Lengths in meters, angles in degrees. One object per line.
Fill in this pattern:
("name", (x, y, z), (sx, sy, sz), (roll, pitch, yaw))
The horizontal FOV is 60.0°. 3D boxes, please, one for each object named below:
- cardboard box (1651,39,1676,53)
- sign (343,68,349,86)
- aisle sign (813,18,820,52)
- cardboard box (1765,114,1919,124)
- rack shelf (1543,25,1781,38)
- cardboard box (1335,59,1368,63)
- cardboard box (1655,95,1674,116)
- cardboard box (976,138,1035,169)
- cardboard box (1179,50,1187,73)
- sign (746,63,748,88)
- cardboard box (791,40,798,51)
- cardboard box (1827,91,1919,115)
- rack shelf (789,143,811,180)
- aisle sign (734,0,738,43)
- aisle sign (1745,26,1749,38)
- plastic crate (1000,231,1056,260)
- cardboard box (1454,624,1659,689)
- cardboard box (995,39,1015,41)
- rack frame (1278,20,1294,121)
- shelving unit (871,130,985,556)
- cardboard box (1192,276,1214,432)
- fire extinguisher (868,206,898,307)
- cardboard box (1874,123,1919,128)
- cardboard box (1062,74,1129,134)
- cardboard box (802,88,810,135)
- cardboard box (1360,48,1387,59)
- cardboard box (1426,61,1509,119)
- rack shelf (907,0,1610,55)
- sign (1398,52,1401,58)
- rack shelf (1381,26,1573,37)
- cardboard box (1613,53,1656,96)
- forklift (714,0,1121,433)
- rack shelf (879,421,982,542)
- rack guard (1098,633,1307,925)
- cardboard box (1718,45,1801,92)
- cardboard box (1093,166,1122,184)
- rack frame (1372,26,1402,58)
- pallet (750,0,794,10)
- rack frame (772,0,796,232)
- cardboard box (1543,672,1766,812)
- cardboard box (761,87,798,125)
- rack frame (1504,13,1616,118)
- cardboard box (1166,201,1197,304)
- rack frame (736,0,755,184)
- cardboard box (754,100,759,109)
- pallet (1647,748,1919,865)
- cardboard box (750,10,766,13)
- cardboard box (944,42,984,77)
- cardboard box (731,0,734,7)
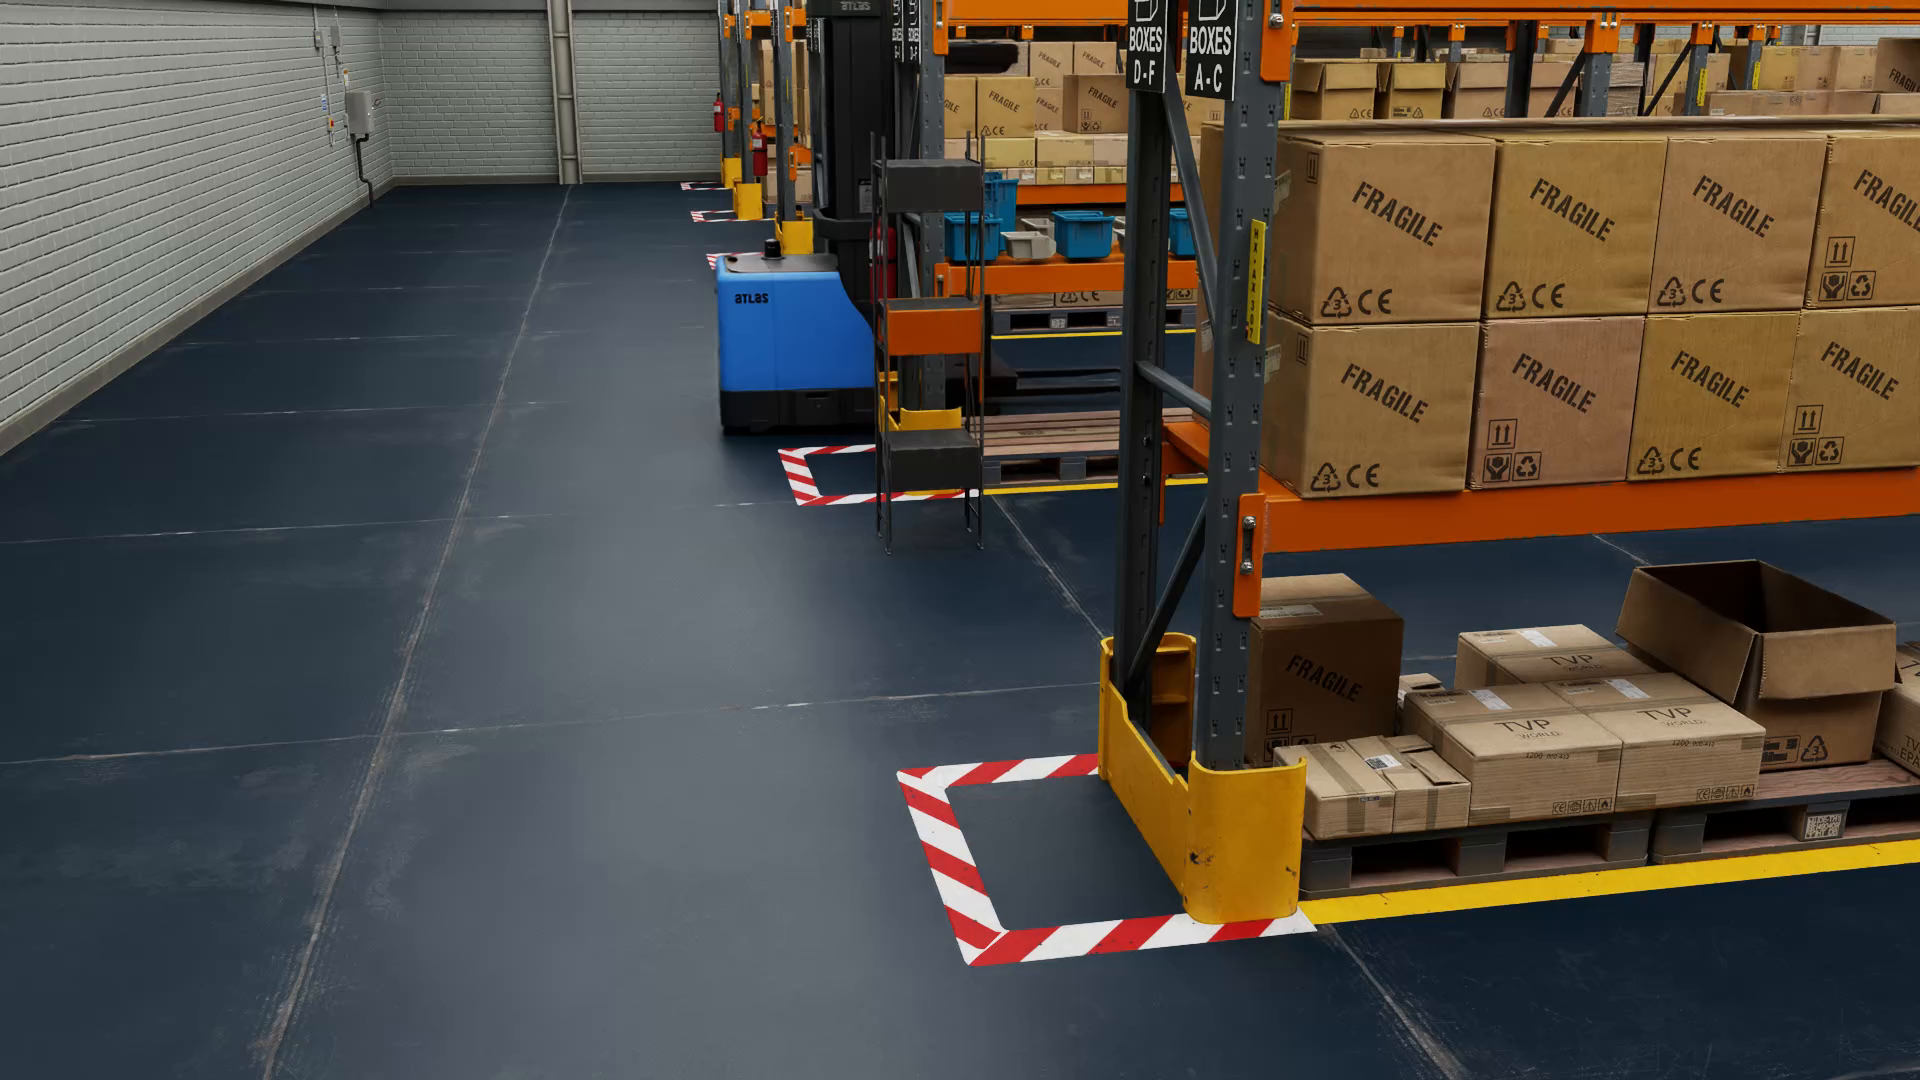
("cardboard box", (10.694, -7.550, 25.904), (0.500, 0.500, 0.700), (-3, 17, -11))
("sign", (-9.040, -6.814, 24.482), (0.001, 0.242, 0.339), (-3, 17, -10))
("aisle sign", (-1.194, -4.450, 13.762), (0.004, 0.787, 0.394), (-3, 17, -10))
("cardboard box", (3.096, -1.187, 5.696), (0.500, 0.500, 0.500), (-4, 17, -12))
("rack shelf", (10.686, -8.024, 25.944), (4.000, 0.370, 1.077), (-3, 17, -10))
("cardboard box", (5.791, -6.980, 25.036), (0.500, 0.500, 0.500), (-2, 17, -8))
("cardboard box", (8.803, -5.315, 20.836), (0.500, 0.500, 0.500), (-3, 17, -11))
("cardboard box", (0.346, -3.375, 14.439), (0.500, 0.250, 0.500), (-4, 17, -12))
("cardboard box", (3.346, -6.965, 24.505), (0.500, 0.500, 0.500), (-3, 17, -10))
("sign", (-2.960, -6.446, 23.079), (0.005, 0.325, 0.100), (-3, 17, -10))
("cardboard box", (-2.415, -6.965, 23.402), (0.250, 0.149, 0.380), (-3, 17, -9))
("cardboard box", (8.918, -4.093, 16.137), (0.637, 0.503, 0.797), (-1, 17, -5))
("rack shelf", (-0.058, -4.500, 19.580), (4.000, 0.370, 1.077), (-3, 17, -10))
("aisle sign", (-3.189, -7.482, 23.636), (0.004, 0.787, 0.394), (-3, 17, -10))
("aisle sign", (12.652, -8.381, 26.561), (0.004, 0.787, 0.394), (-3, 17, -10))
("plastic crate", (0.395, -1.685, 9.536), (0.298, 0.136, 0.250), (-3, 17, -10))
("cardboard box", (2.121, 0.517, 5.953), (0.500, 0.250, 0.500), (-3, 17, -10))
("cardboard box", (0.626, -7.104, 23.854), (0.250, 0.149, 0.380), (-4, 17, -12))
("rack frame", (2.747, -3.520, 15.164), (0.127, 3.000, 1.000), (-3, 17, -10))
("shelving unit", (-0.162, -0.995, 8.473), (0.503, 2.100, 0.431), (-3, 17, -10))
("cardboard box", (1.084, -0.593, 5.462), (0.500, 0.500, 0.500), (-3, 17, -9))
("fire extinguisher", (-0.475, -1.777, 10.255), (0.183, 0.674, 0.296), (-3, 17, -10))
("cardboard box", (3.178, -1.030, 5.182), (0.500, 0.500, 0.500), (-3, 17, -10))
("cardboard box", (1.234, -3.941, 15.004), (0.500, 0.500, 0.500), (-4, 17, -12))
("cardboard box", (-1.528, -4.868, 18.876), (0.500, 0.500, 0.500), (-2, 17, -8))
("cardboard box", (6.348, -7.473, 25.536), (0.250, 0.149, 0.380), (-4, 18, -13))
("cardboard box", (4.656, -4.159, 15.366), (0.637, 0.503, 0.797), (-3, 17, -9))
("rack shelf", (1.723, -3.071, 9.818), (4.000, 0.370, 1.077), (-3, 17, -10))
("sign", (7.889, -8.613, 29.908), (0.005, 0.325, 0.100), (-3, 17, -10))
("rack shelf", (9.741, -9.455, 30.602), (4.000, 0.370, 1.077), (-3, 17, -10))
("cardboard box", (8.273, -5.840, 20.845), (0.500, 0.500, 0.700), (-3, 17, -10))
("forklift", (-0.162, -2.294, 11.290), (3.031, 2.935, 1.130), (-3, 17, -9))
("rack shelf", (-0.162, -0.312, 8.683), (0.480, 0.518, 0.431), (-3, 17, -10))
("rack guard", (0.770, 0.749, 5.521), (0.348, 0.500, 1.175), (-3, 17, -10))
("cardboard box", (10.129, -6.000, 21.142), (0.550, 0.550, 0.875), (-3, 17, -10))
("cardboard box", (1.249, -3.217, 14.604), (0.250, 0.149, 0.380), (-4, 17, -11))
("rack frame", (7.777, -8.253, 30.574), (0.127, 3.000, 1.000), (-3, 17, -10))
("pallet", (-2.333, -7.590, 23.456), (1.213, 0.211, 1.003), (-3, 17, -10))
("rack frame", (-2.022, -4.733, 19.112), (0.127, 3.000, 1.000), (-3, 17, -10))
("cardboard box", (2.265, 0.659, 5.493), (0.500, 0.250, 0.500), (-3, 17, -10))
("cardboard box", (-2.534, -6.146, 23.542), (0.500, 0.500, 0.500), (-3, 17, -11))
("rack frame", (3.687, -2.092, 10.515), (0.127, 3.000, 1.000), (-3, 17, -10))
("cardboard box", (2.084, -2.691, 15.369), (0.875, 0.875, 0.875), (-3, 17, -10))
("rack frame", (-3.060, -6.154, 23.739), (0.127, 3.000, 1.000), (-3, 17, -10))
("cardboard box", (-3.389, -7.431, 28.326), (0.250, 0.149, 0.380), (-3, 17, -9))
("pallet", (2.748, 0.776, 5.927), (1.213, 0.211, 1.003), (-3, 17, -10))
("cardboard box", (-3.396, -8.872, 27.906), (0.250, 0.149, 0.380), (-3, 17, -9))
("cardboard box", (-0.022, -5.431, 19.006), (0.500, 0.500, 0.500), (-4, 17, -12))
("cardboard box", (-3.620, -9.192, 28.272), (0.500, 0.250, 0.500), (-4, 17, -11))
